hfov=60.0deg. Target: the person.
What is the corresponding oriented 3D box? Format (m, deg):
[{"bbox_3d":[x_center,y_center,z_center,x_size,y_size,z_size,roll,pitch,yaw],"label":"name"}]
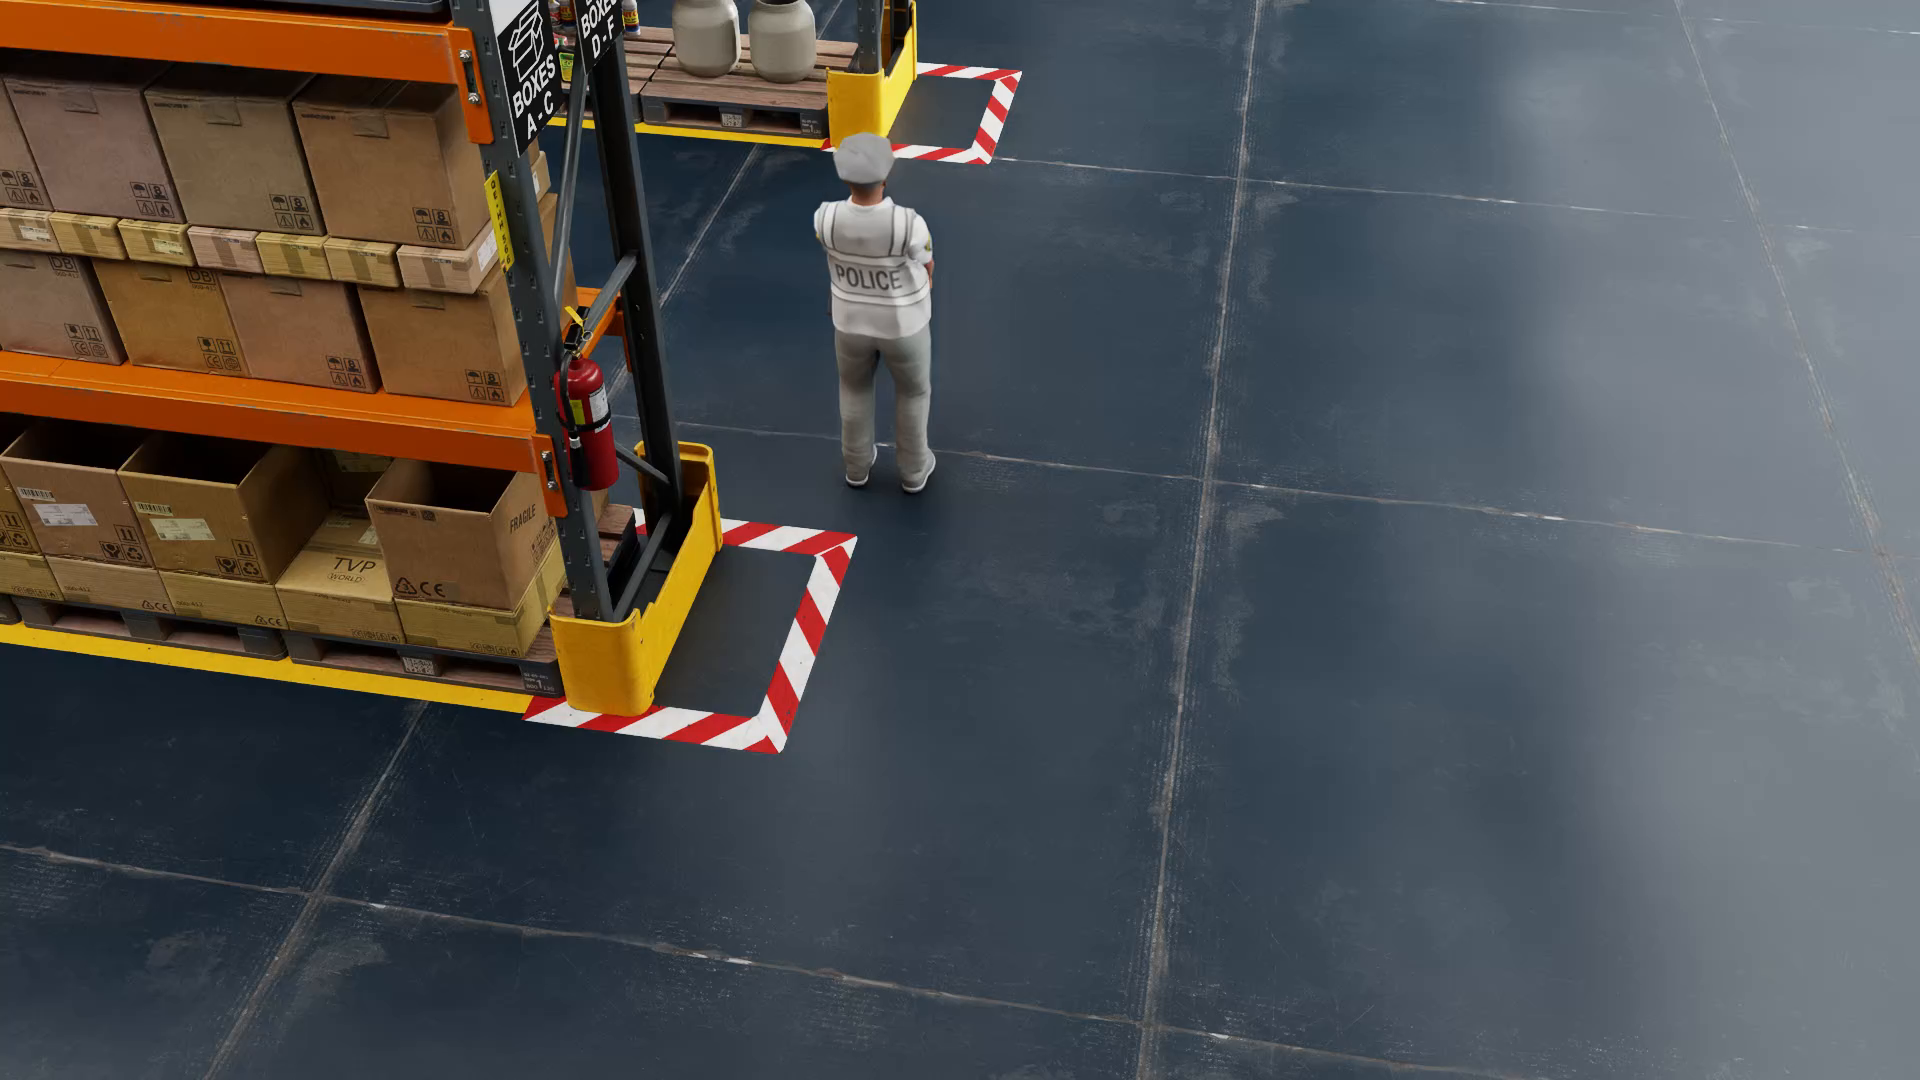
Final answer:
[{"bbox_3d":[-0.334,-0.980,7.307,0.608,1.749,0.435,4,40,5],"label":"person"}]
